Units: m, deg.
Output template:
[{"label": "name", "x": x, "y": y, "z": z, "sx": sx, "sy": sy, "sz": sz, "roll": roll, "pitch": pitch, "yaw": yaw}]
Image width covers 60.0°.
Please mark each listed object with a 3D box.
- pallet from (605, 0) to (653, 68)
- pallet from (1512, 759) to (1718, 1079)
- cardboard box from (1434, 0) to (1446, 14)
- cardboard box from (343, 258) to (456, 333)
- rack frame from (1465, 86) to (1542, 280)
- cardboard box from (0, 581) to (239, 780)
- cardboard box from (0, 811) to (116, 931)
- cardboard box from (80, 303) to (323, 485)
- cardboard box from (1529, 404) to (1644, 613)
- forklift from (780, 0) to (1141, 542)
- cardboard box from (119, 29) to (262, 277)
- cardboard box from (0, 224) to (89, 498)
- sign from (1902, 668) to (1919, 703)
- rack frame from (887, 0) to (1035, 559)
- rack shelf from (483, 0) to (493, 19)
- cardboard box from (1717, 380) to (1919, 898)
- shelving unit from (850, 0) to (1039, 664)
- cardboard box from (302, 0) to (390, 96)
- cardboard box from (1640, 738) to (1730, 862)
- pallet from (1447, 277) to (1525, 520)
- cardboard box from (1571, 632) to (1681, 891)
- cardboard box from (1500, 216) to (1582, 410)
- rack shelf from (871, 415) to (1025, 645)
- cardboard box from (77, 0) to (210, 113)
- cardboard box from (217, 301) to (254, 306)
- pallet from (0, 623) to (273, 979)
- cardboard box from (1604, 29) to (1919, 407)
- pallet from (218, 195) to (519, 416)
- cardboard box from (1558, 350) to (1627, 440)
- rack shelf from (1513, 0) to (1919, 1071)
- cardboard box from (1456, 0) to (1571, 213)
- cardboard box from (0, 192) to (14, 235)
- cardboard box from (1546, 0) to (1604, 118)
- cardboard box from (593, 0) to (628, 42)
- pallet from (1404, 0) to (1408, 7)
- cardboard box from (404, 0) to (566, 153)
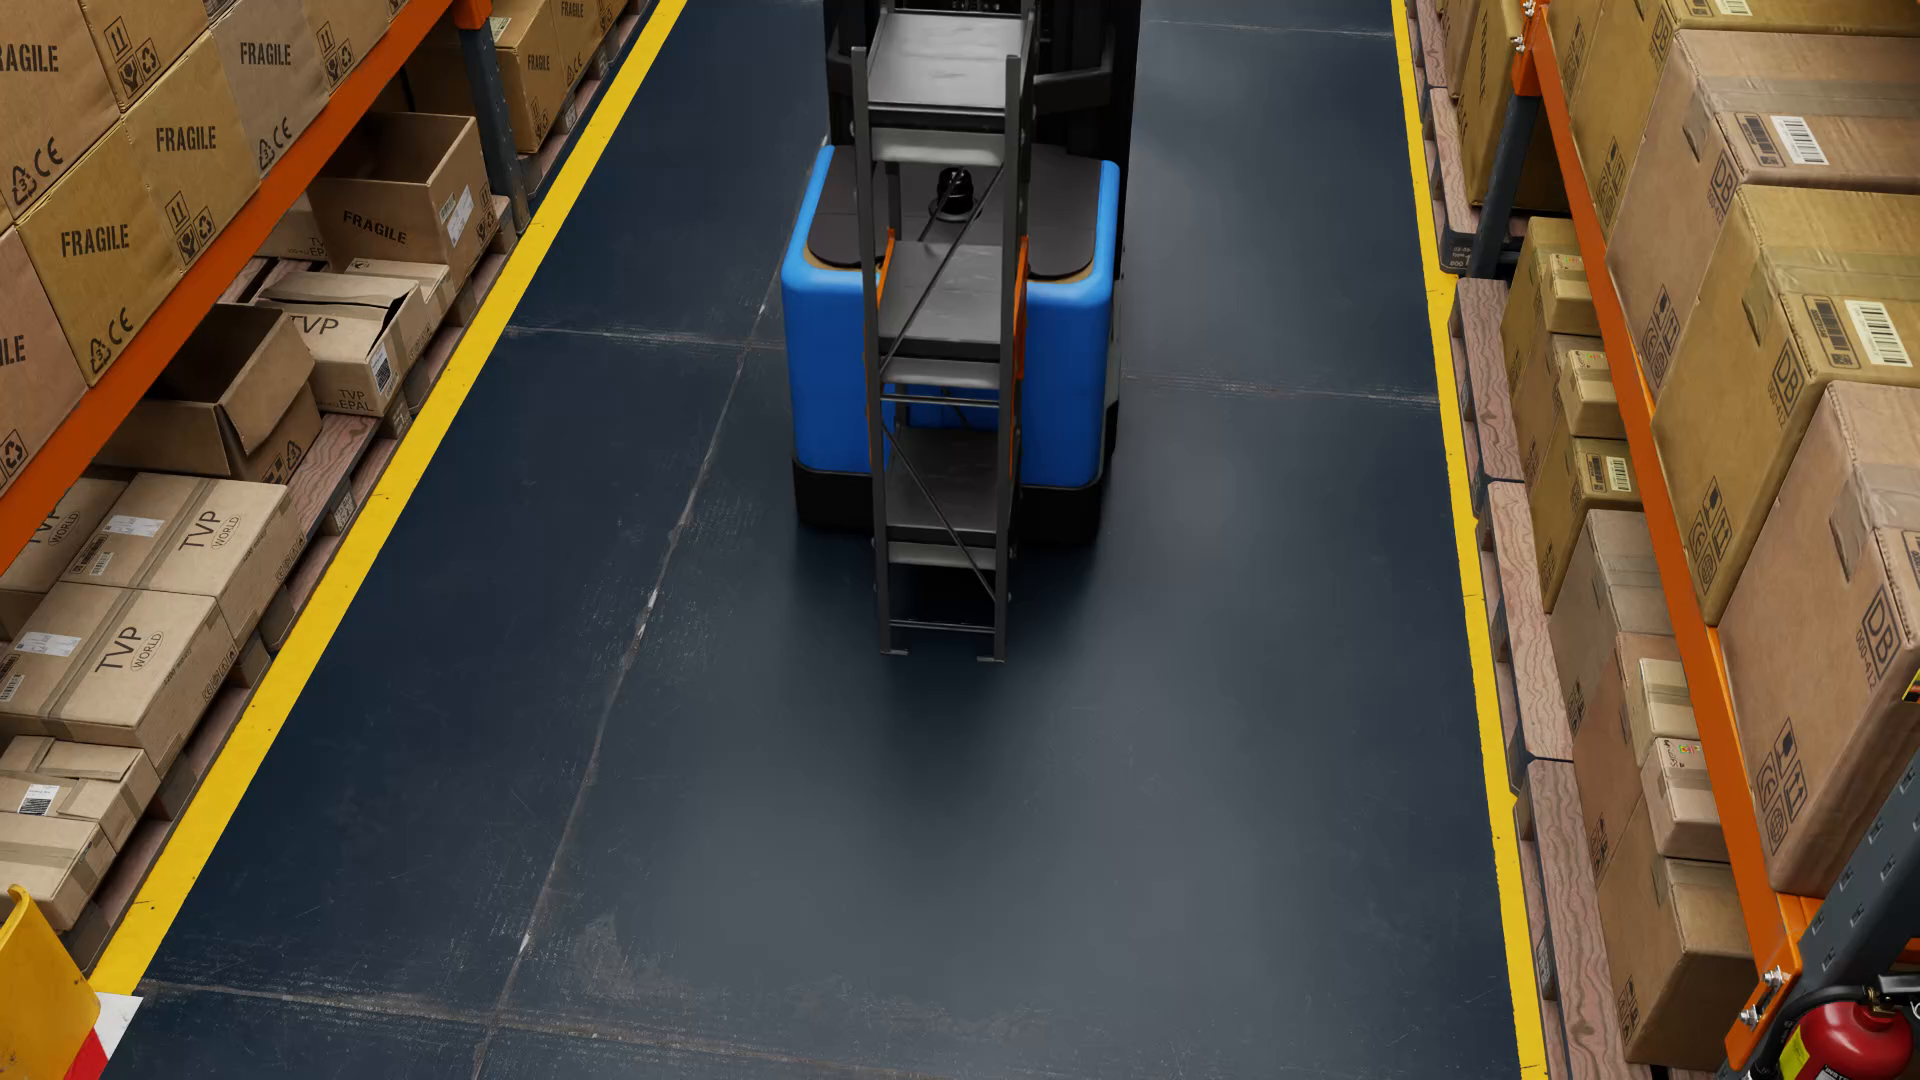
[{"label": "pallet", "x": -2.133, "y": -2.857, "z": 8.613, "sx": 1.003, "sy": 0.211, "sz": 1.213, "roll": 5, "pitch": 44, "yaw": 6}, {"label": "pallet", "x": 2.048, "y": 1.157, "z": 4.375, "sx": 1.003, "sy": 0.211, "sz": 1.213, "roll": 5, "pitch": 44, "yaw": 6}, {"label": "cardboard box", "x": 2.728, "y": -3.042, "z": 8.039, "sx": 0.750, "sy": 0.750, "sz": 0.750, "roll": 5, "pitch": 44, "yaw": 5}, {"label": "cardboard box", "x": -2.146, "y": -0.927, "z": 6.301, "sx": 0.380, "sy": 0.149, "sz": 0.250, "roll": 5, "pitch": 44, "yaw": 6}, {"label": "rack frame", "x": 2.549, "y": -2.030, "z": 5.712, "sx": 1.000, "sy": 3.000, "sz": 0.127, "roll": 5, "pitch": 44, "yaw": 6}, {"label": "cardboard box", "x": -2.472, "y": 0.402, "z": 4.824, "sx": 0.500, "sy": 0.250, "sz": 0.500, "roll": 5, "pitch": 44, "yaw": 6}, {"label": "cardboard box", "x": -2.495, "y": 0.870, "z": 4.403, "sx": 0.380, "sy": 0.149, "sz": 0.250, "roll": 5, "pitch": 44, "yaw": 6}, {"label": "cardboard box", "x": -2.605, "y": -0.450, "z": 5.539, "sx": 0.797, "sy": 0.503, "sz": 0.637, "roll": 5, "pitch": 44, "yaw": 6}, {"label": "cardboard box", "x": 2.208, "y": -0.083, "z": 5.168, "sx": 0.700, "sy": 0.500, "sz": 0.500, "roll": 6, "pitch": 44, "yaw": 6}, {"label": "forklift", "x": 0.100, "y": -2.069, "z": 5.804, "sx": 1.130, "sy": 2.935, "sz": 3.031, "roll": 4, "pitch": 44, "yaw": 4}, {"label": "cardboard box", "x": -2.371, "y": -1.101, "z": 4.658, "sx": 0.500, "sy": 0.500, "sz": 0.500, "roll": 6, "pitch": 44, "yaw": 6}, {"label": "cardboard box", "x": -2.508, "y": -0.418, "z": 3.937, "sx": 0.500, "sy": 0.500, "sz": 0.500, "roll": 5, "pitch": 44, "yaw": 5}, {"label": "sign", "x": 1.484, "y": 0.131, "z": 2.416, "sx": 0.100, "sy": 0.325, "sz": 0.005, "roll": 5, "pitch": 44, "yaw": 6}, {"label": "rack frame", "x": -0.006, "y": -0.717, "z": 4.981, "sx": 0.400, "sy": 2.100, "sz": 0.015, "roll": 4, "pitch": 44, "yaw": 4}, {"label": "rack shelf", "x": -2.098, "y": -3.579, "z": 7.872, "sx": 1.077, "sy": 0.370, "sz": 4.000, "roll": 5, "pitch": 44, "yaw": 6}, {"label": "cardboard box", "x": 2.077, "y": 0.239, "z": 3.098, "sx": 0.980, "sy": 0.700, "sz": 0.700, "roll": 7, "pitch": 44, "yaw": 7}, {"label": "shelving unit", "x": -0.031, "y": -0.551, "z": 4.804, "sx": 0.431, "sy": 2.100, "sz": 0.503, "roll": 4, "pitch": 44, "yaw": 4}, {"label": "cardboard box", "x": -2.241, "y": -1.798, "z": 5.395, "sx": 0.500, "sy": 0.500, "sz": 0.500, "roll": 6, "pitch": 44, "yaw": 7}, {"label": "cardboard box", "x": 1.849, "y": 0.626, "z": 3.948, "sx": 0.380, "sy": 0.149, "sz": 0.250, "roll": 5, "pitch": 44, "yaw": 5}, {"label": "pallet", "x": 2.370, "y": -0.506, "z": 6.131, "sx": 1.003, "sy": 0.211, "sz": 1.213, "roll": 5, "pitch": 44, "yaw": 6}, {"label": "cardboard box", "x": 2.079, "y": 0.624, "z": 4.422, "sx": 0.700, "sy": 0.500, "sz": 0.500, "roll": 5, "pitch": 44, "yaw": 5}, {"label": "cardboard box", "x": 2.348, "y": -0.774, "z": 5.899, "sx": 0.700, "sy": 0.500, "sz": 0.500, "roll": 6, "pitch": 44, "yaw": 6}, {"label": "rack shelf", "x": -0.031, "y": -0.032, "z": 5.295, "sx": 0.431, "sy": 0.518, "sz": 0.480, "roll": 4, "pitch": 44, "yaw": 4}, {"label": "cardboard box", "x": -2.372, "y": -1.473, "z": 4.324, "sx": 0.500, "sy": 0.500, "sz": 0.500, "roll": 5, "pitch": 44, "yaw": 5}, {"label": "cardboard box", "x": -2.737, "y": -0.752, "z": 6.103, "sx": 0.380, "sy": 0.166, "sz": 0.250, "roll": 5, "pitch": 44, "yaw": 6}, {"label": "pallet", "x": -2.776, "y": 0.666, "z": 4.893, "sx": 1.003, "sy": 0.211, "sz": 1.213, "roll": 5, "pitch": 44, "yaw": 6}, {"label": "cardboard box", "x": 2.272, "y": -0.777, "z": 4.171, "sx": 0.980, "sy": 0.700, "sz": 0.700, "roll": 3, "pitch": 44, "yaw": 3}, {"label": "pallet", "x": -2.454, "y": -0.997, "z": 6.650, "sx": 1.003, "sy": 0.211, "sz": 1.213, "roll": 5, "pitch": 44, "yaw": 6}, {"label": "cardboard box", "x": 2.053, "y": -0.437, "z": 5.071, "sx": 0.380, "sy": 0.149, "sz": 0.250, "roll": 4, "pitch": 44, "yaw": 4}, {"label": "rack shelf", "x": 2.284, "y": -0.406, "z": 4.520, "sx": 1.077, "sy": 0.370, "sz": 4.000, "roll": 5, "pitch": 44, "yaw": 6}, {"label": "cardboard box", "x": 2.506, "y": -1.857, "z": 6.787, "sx": 0.750, "sy": 0.750, "sz": 0.750, "roll": 6, "pitch": 44, "yaw": 6}, {"label": "cardboard box", "x": -2.509, "y": -0.786, "z": 3.599, "sx": 0.500, "sy": 0.500, "sz": 0.500, "roll": 6, "pitch": 44, "yaw": 6}, {"label": "cardboard box", "x": 2.461, "y": -1.771, "z": 5.220, "sx": 0.980, "sy": 0.700, "sz": 0.700, "roll": 6, "pitch": 44, "yaw": 6}, {"label": "cardboard box", "x": -1.924, "y": -2.742, "z": 7.962, "sx": 0.500, "sy": 0.500, "sz": 0.500, "roll": 6, "pitch": 44, "yaw": 6}, {"label": "pallet", "x": 2.898, "y": -3.213, "z": 8.990, "sx": 1.003, "sy": 0.211, "sz": 1.213, "roll": 5, "pitch": 44, "yaw": 6}, {"label": "cardboard box", "x": -2.057, "y": -2.037, "z": 7.218, "sx": 0.500, "sy": 0.500, "sz": 0.500, "roll": 3, "pitch": 44, "yaw": 4}]
